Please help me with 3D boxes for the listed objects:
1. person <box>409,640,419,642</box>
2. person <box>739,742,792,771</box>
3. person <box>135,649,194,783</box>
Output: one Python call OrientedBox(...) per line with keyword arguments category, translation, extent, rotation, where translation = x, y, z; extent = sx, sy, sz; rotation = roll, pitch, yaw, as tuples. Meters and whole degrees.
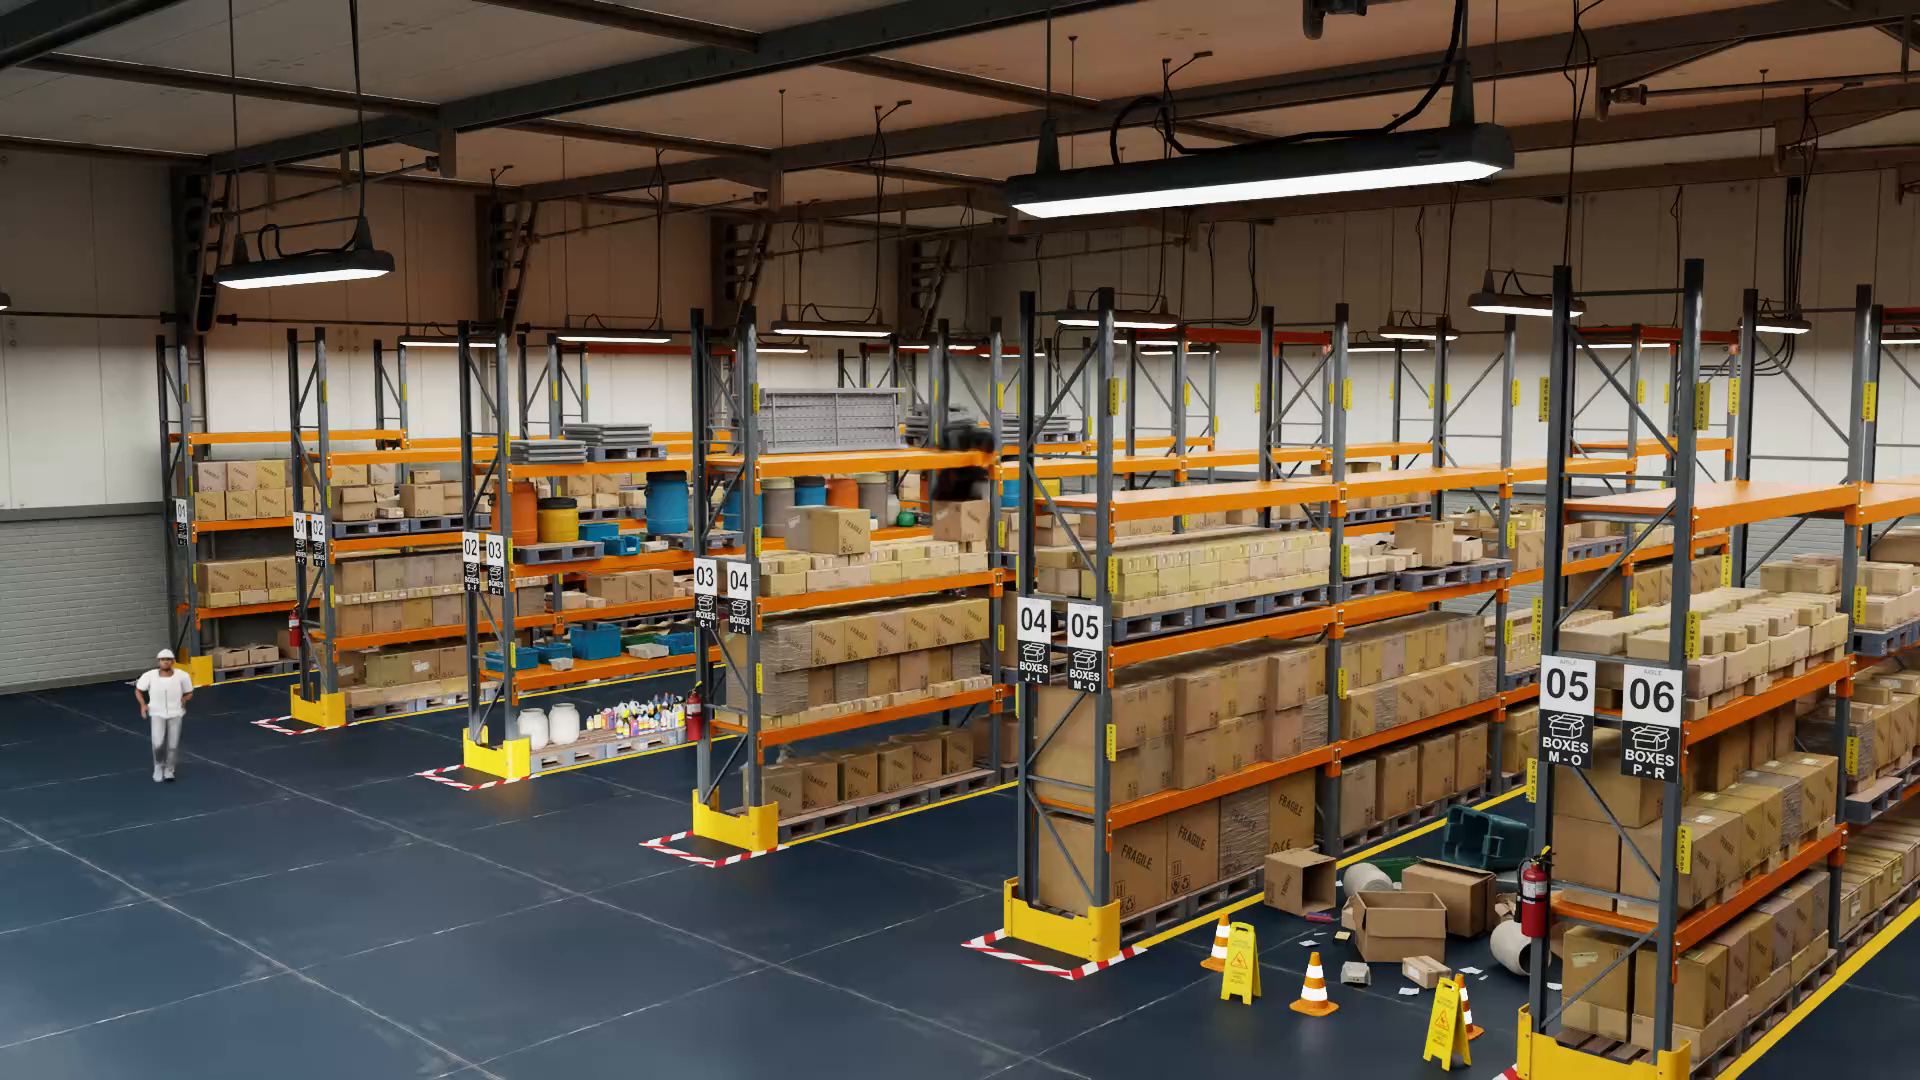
OrientedBox(category="person", translation=(-9.350, 1.670, 28.456), extent=(0.584, 1.698, 1.092), rotation=(5, 7, 40))
OrientedBox(category="person", translation=(-2.471, 2.045, 21.096), extent=(0.773, 1.719, 0.608), rotation=(-5, 7, -43))
OrientedBox(category="person", translation=(-10.254, 2.277, 21.485), extent=(0.675, 1.740, 0.654), rotation=(-3, 6, -29))
